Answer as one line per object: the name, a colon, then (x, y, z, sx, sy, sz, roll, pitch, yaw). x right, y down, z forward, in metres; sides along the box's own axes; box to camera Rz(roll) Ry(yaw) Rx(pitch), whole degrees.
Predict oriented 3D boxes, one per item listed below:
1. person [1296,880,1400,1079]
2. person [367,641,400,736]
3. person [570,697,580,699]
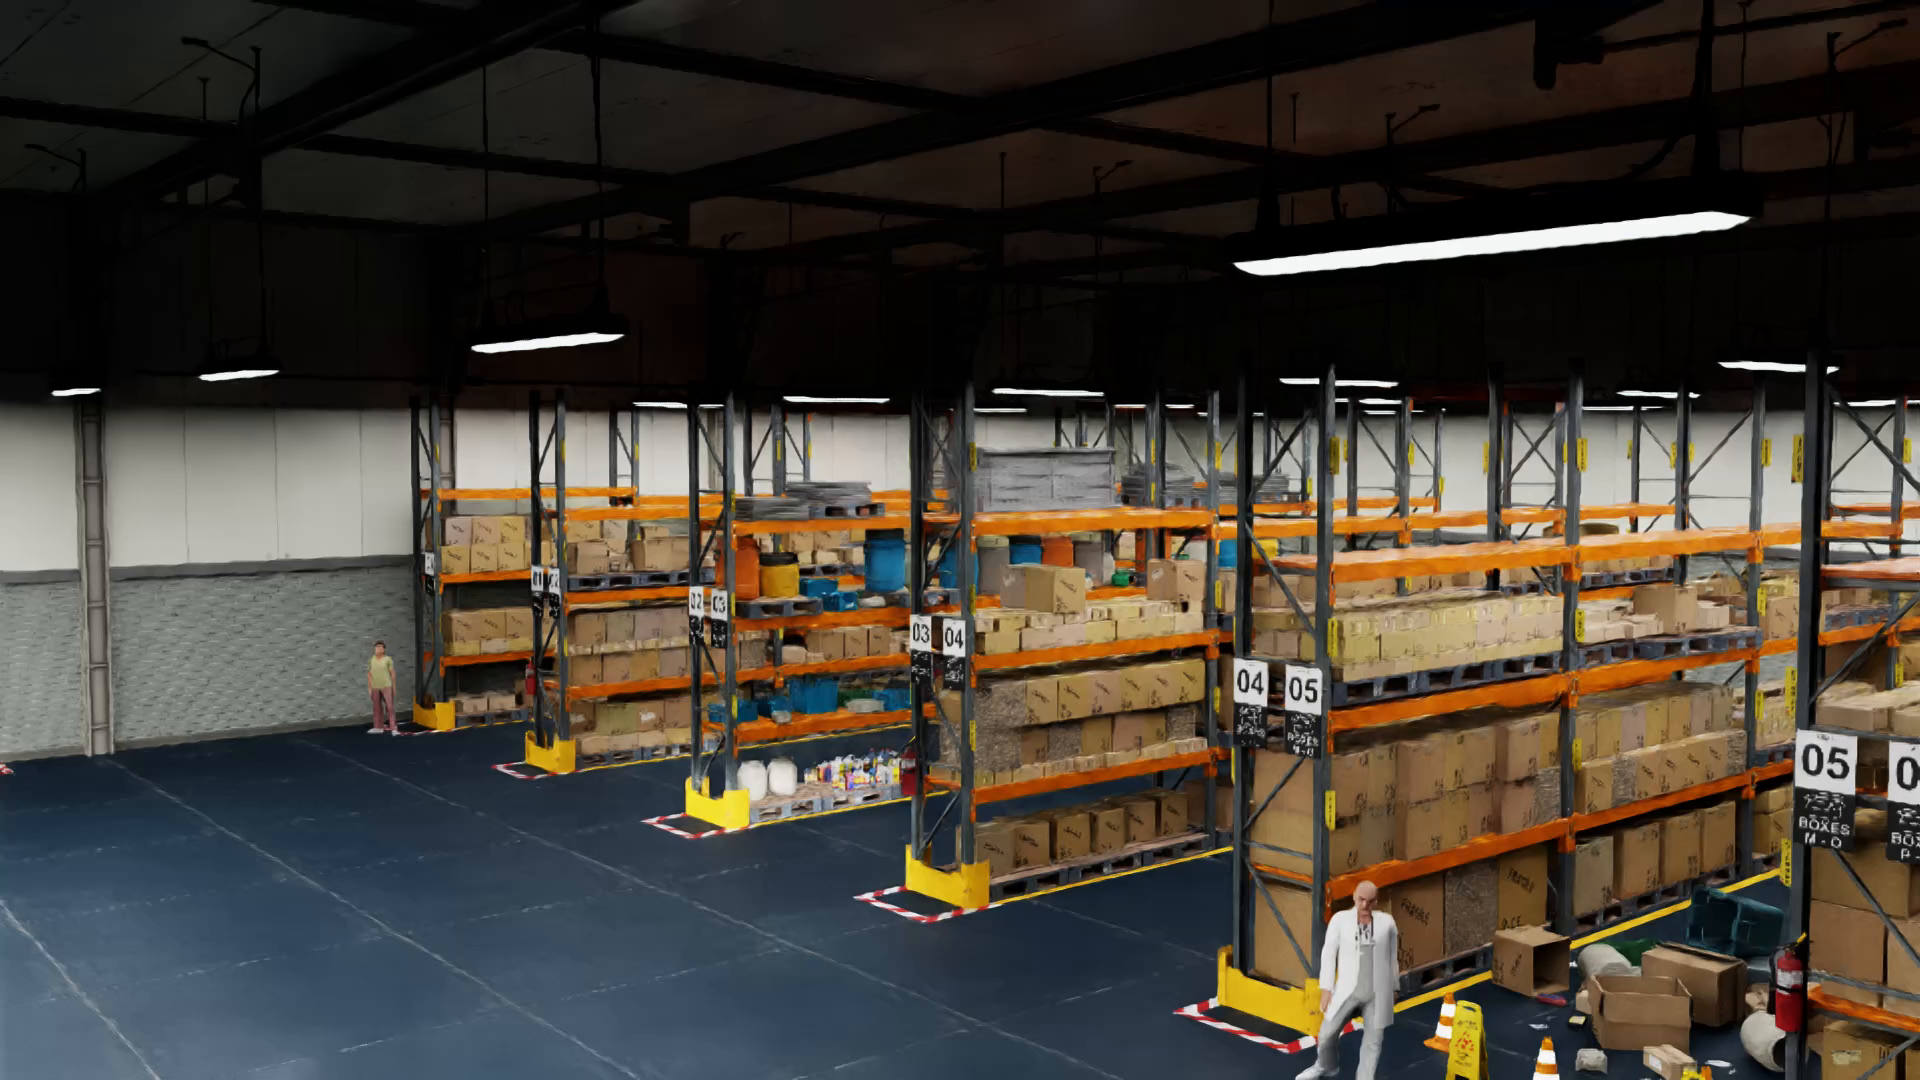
person: (3.042, 3.510, 13.022, 0.790, 1.769, 0.544, 1, 3, 10)
person: (-10.141, 2.595, 29.253, 0.687, 1.658, 0.564, 0, 3, 0)
person: (-6.823, 2.674, 29.377, 0.562, 1.492, 0.778, 2, 4, 31)
